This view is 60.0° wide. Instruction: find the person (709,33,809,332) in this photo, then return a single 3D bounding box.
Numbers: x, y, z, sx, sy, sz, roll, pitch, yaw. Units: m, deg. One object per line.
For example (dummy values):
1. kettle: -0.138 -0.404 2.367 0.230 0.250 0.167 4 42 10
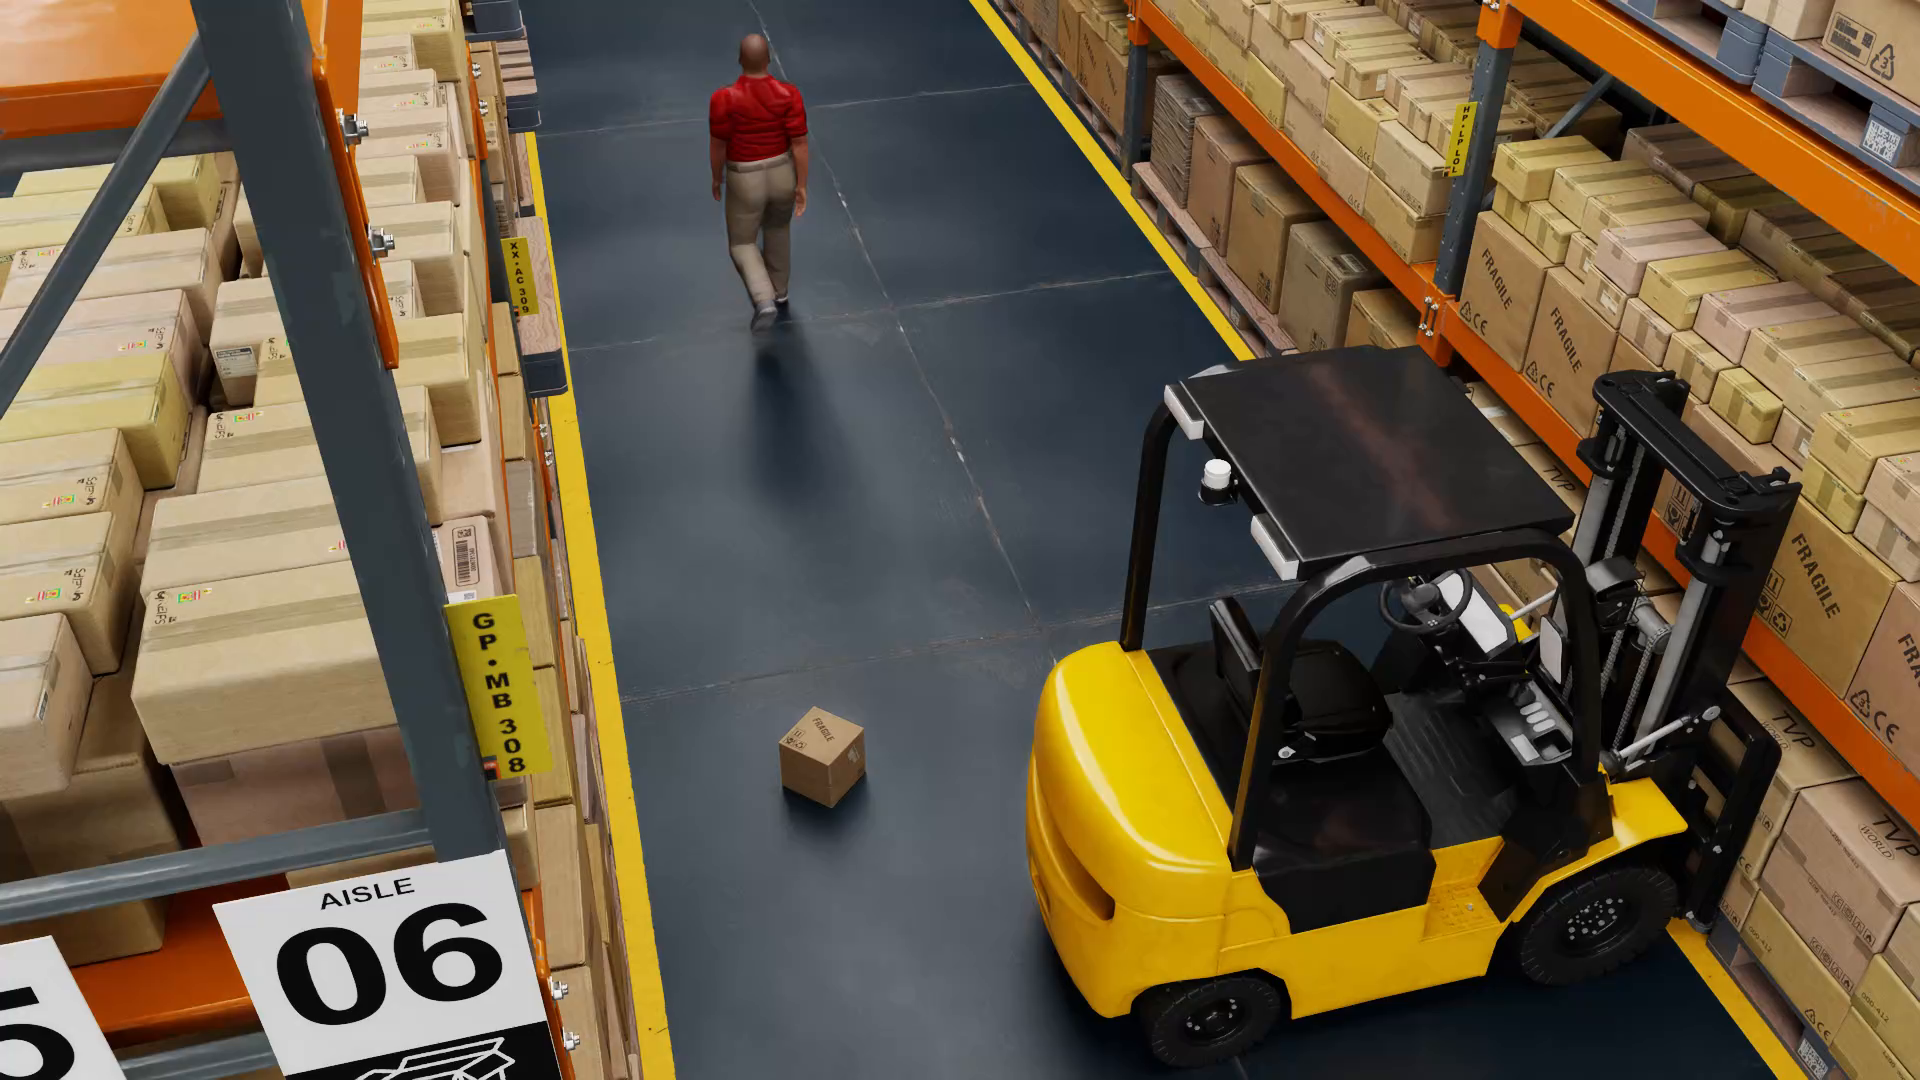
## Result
1. person: -1.105 -1.991 9.265 0.524 1.690 0.866 -13 40 -17
